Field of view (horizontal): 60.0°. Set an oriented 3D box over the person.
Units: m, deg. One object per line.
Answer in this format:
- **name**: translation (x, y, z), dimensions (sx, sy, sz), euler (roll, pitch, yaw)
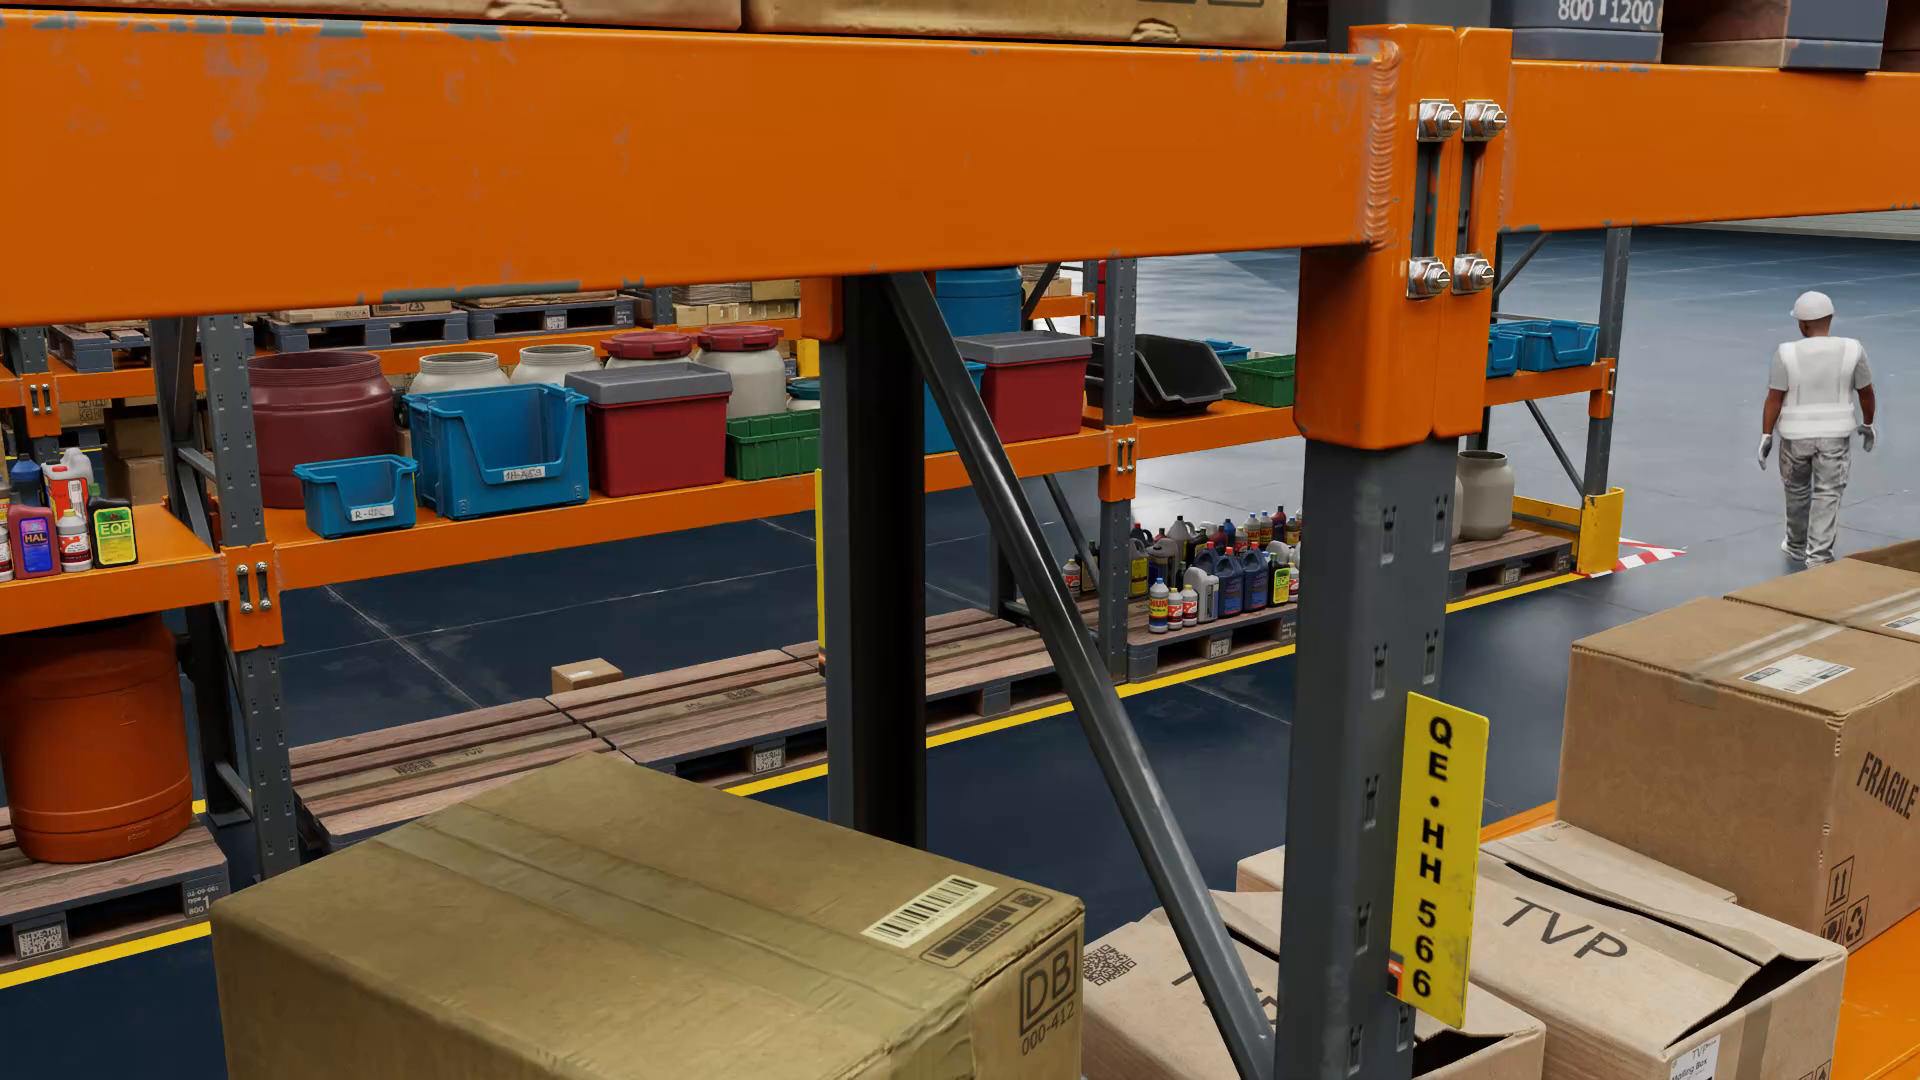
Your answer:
- **person**: translation (5.270, -0.656, 10.216), dimensions (0.637, 1.733, 1.002), euler (7, 16, 25)
